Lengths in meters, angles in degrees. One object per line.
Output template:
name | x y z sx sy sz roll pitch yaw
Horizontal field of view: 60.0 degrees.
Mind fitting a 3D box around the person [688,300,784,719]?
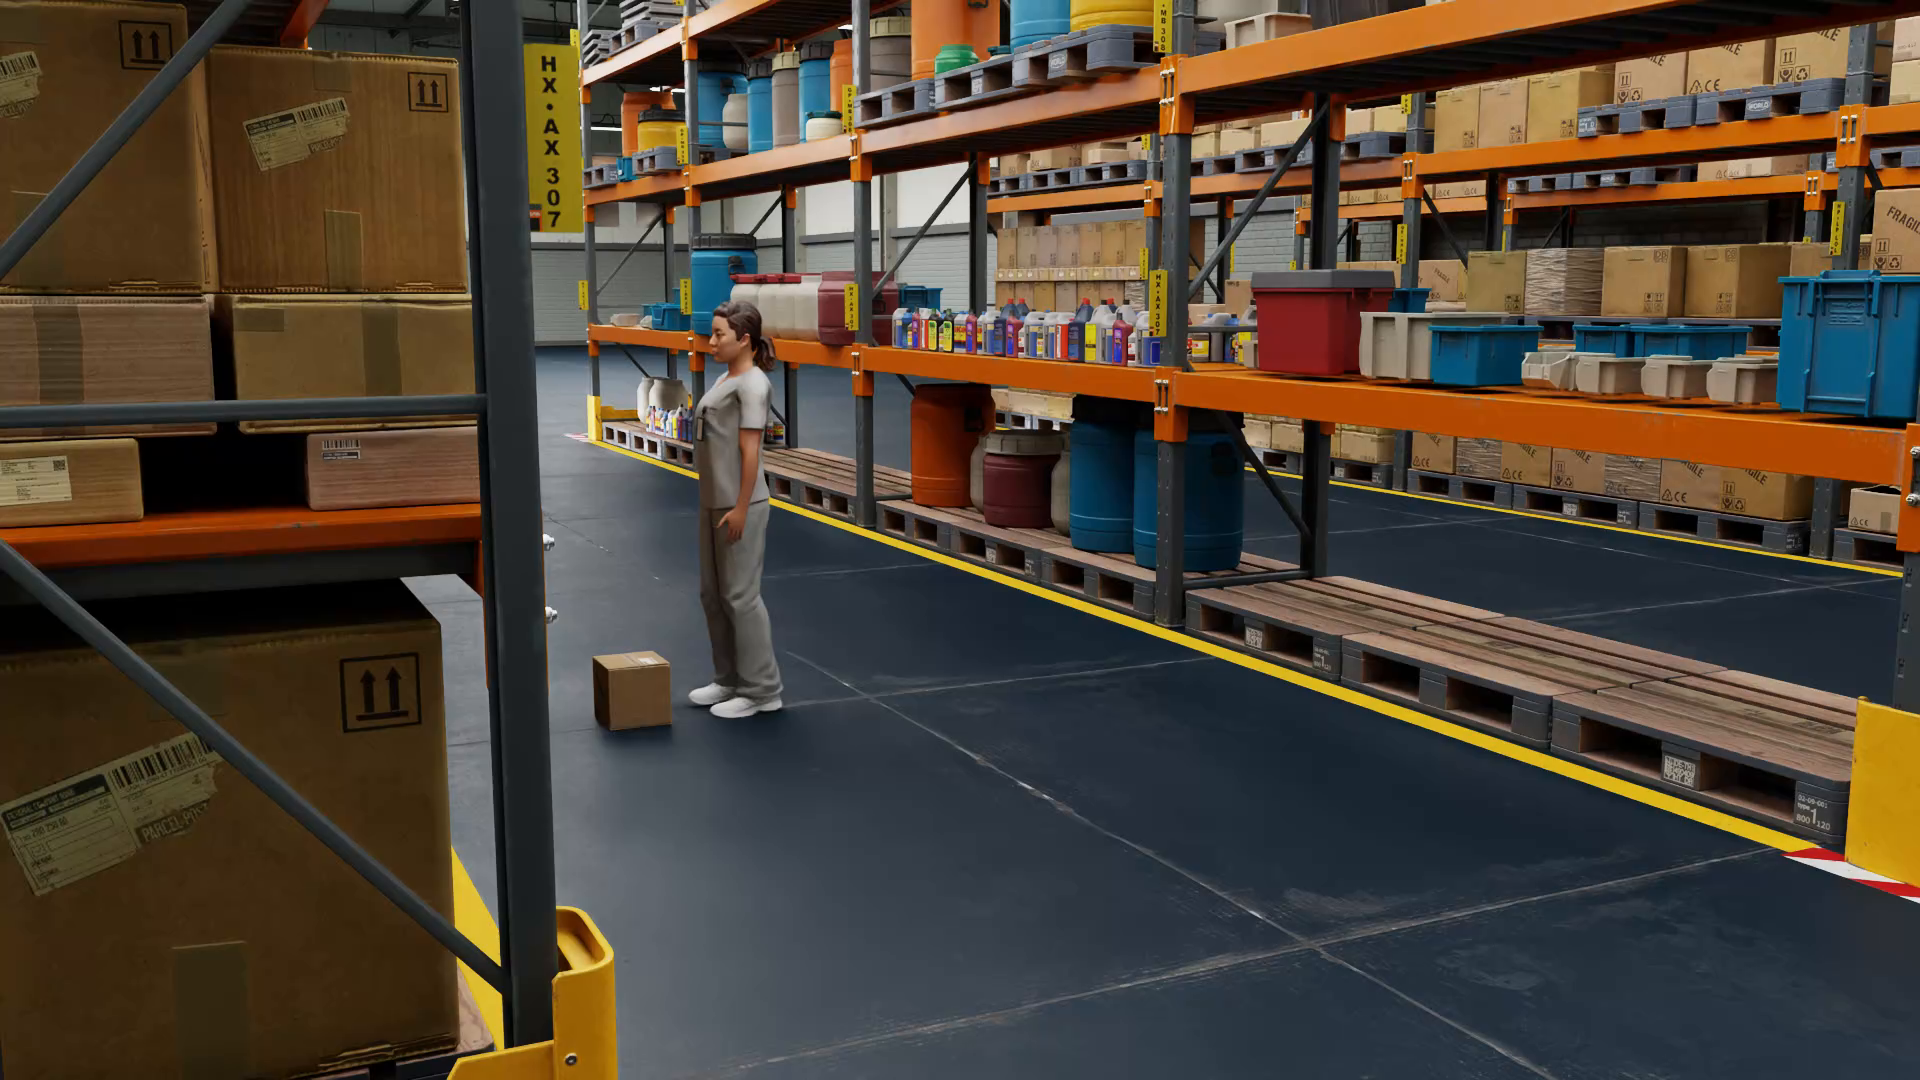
person | -0.902 -0.127 6.733 0.372 1.672 0.437 -4 9 -25
